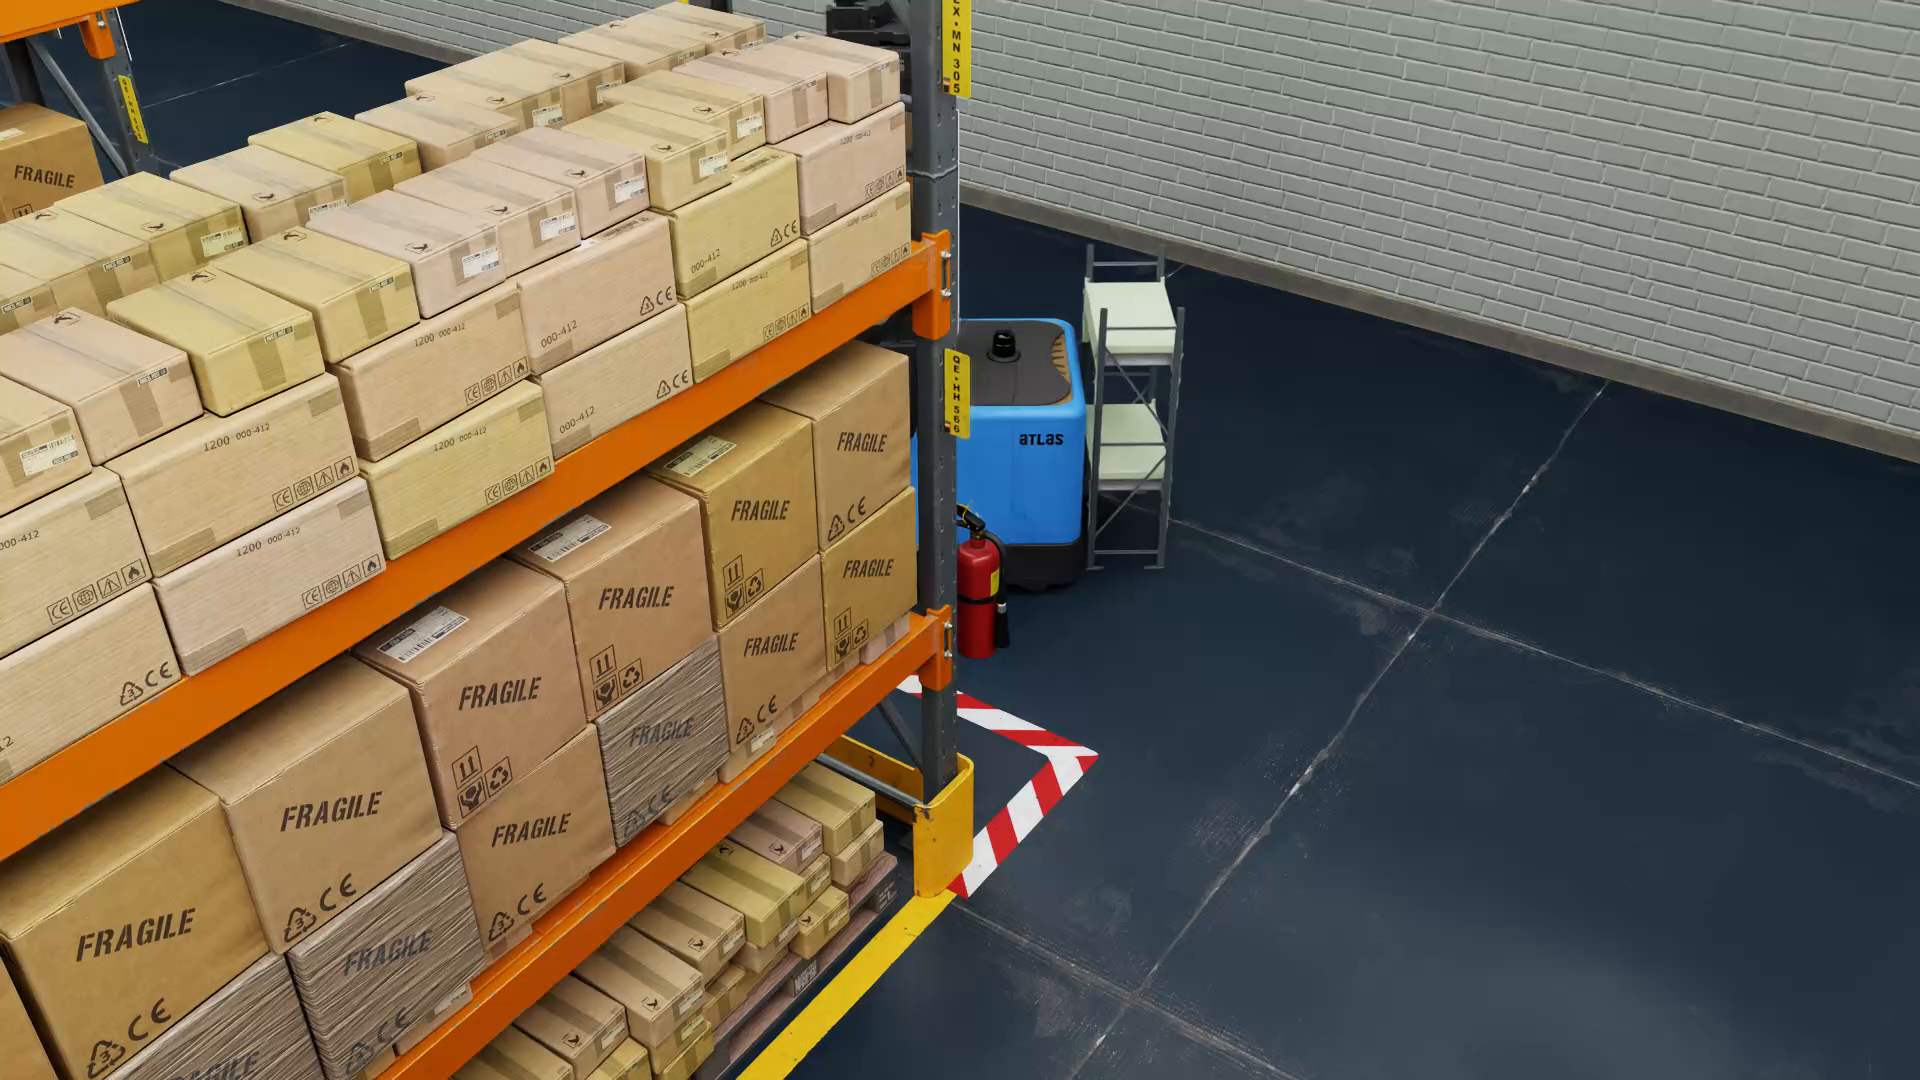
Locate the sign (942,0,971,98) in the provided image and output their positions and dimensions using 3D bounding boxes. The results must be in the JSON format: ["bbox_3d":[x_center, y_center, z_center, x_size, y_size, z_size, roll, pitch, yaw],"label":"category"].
[{"bbox_3d":[-0.010,-1.493,4.988,0.100,0.325,0.005,21,39,28],"label":"sign"}]

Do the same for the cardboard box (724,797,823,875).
[{"bbox_3d":[-0.738,1.112,6.243,0.380,0.149,0.250,22,40,29],"label":"cardboard box"}]

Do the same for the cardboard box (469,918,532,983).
[{"bbox_3d":[-1.479,1.089,4.862,0.380,0.149,0.250,23,40,30],"label":"cardboard box"}]

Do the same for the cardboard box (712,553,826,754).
[{"bbox_3d":[-0.797,0.289,5.466,0.500,0.500,0.500,21,39,27],"label":"cardboard box"}]

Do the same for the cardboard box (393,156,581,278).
[{"bbox_3d":[-1.159,-0.797,4.081,0.380,0.149,0.250,22,40,29],"label":"cardboard box"}]

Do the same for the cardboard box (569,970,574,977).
[{"bbox_3d":[-1.542,1.457,5.998,0.380,0.149,0.250,19,39,26],"label":"cardboard box"}]

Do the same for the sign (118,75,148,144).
[{"bbox_3d":[-4.033,-2.099,8.107,0.100,0.325,0.005,21,39,28],"label":"sign"}]

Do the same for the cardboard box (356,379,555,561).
[{"bbox_3d":[-1.362,-0.245,4.067,0.500,0.250,0.500,23,40,30],"label":"cardboard box"}]

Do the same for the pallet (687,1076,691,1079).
[{"bbox_3d":[-1.686,2.041,5.719,1.003,0.211,1.213,21,39,28],"label":"pallet"}]

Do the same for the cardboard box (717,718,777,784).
[{"bbox_3d":[-0.838,0.621,5.553,0.380,0.149,0.250,22,40,29],"label":"cardboard box"}]

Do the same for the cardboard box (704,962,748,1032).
[{"bbox_3d":[-0.998,1.608,6.040,0.380,0.149,0.250,22,40,29],"label":"cardboard box"}]

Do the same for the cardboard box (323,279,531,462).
[{"bbox_3d":[-1.390,-0.466,3.947,0.500,0.250,0.500,19,39,26],"label":"cardboard box"}]

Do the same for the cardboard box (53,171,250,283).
[{"bbox_3d":[-1.937,-0.740,3.997,0.380,0.149,0.250,21,39,27],"label":"cardboard box"}]

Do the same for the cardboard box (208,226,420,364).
[{"bbox_3d":[-1.443,-0.553,3.720,0.380,0.149,0.250,20,39,27],"label":"cardboard box"}]

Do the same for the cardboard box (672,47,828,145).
[{"bbox_3d":[-0.606,-1.287,4.806,0.380,0.149,0.250,22,40,29],"label":"cardboard box"}]

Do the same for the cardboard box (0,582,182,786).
[{"bbox_3d":[-1.976,0.228,3.368,0.500,0.250,0.500,21,39,27],"label":"cardboard box"}]

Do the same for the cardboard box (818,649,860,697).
[{"bbox_3d":[-0.581,0.376,5.916,0.380,0.149,0.250,21,39,28],"label":"cardboard box"}]

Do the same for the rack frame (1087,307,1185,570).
[{"bbox_3d":[0.864,-0.473,8.286,0.400,1.500,0.023,-1,34,-1],"label":"rack frame"}]

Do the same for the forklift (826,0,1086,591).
[{"bbox_3d":[-0.897,-1.216,8.107,3.031,2.935,1.130,0,34,-1],"label":"forklift"}]

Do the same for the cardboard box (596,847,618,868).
[{"bbox_3d":[-1.215,0.838,5.232,0.380,0.149,0.250,20,39,26],"label":"cardboard box"}]

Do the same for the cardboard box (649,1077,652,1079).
[{"bbox_3d":[-1.264,1.865,5.661,0.380,0.149,0.250,22,40,29],"label":"cardboard box"}]

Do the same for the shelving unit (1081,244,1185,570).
[{"bbox_3d":[0.856,-0.678,8.589,0.431,1.500,0.755,-1,34,-1],"label":"shelving unit"}]

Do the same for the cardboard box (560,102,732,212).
[{"bbox_3d":[-0.831,-1.020,4.410,0.380,0.149,0.250,22,40,29],"label":"cardboard box"}]

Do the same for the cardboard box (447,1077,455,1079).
[{"bbox_3d":[-1.629,1.828,5.183,0.380,0.149,0.250,20,39,26],"label":"cardboard box"}]

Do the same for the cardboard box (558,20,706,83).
[{"bbox_3d":[-0.986,-1.435,5.024,0.380,0.149,0.250,23,40,30],"label":"cardboard box"}]

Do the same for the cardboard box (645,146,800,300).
[{"bbox_3d":[-0.798,-0.929,4.632,0.500,0.250,0.500,20,39,27],"label":"cardboard box"}]

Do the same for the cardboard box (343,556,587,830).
[{"bbox_3d":[-1.388,0.360,4.468,0.500,0.500,0.500,20,39,27],"label":"cardboard box"}]

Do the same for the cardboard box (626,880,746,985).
[{"bbox_3d":[-0.981,1.371,5.860,0.380,0.149,0.250,20,39,26],"label":"cardboard box"}]

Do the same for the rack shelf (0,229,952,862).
[{"bbox_3d":[-1.595,-0.095,4.352,1.077,0.370,4.000,21,39,28],"label":"rack shelf"}]

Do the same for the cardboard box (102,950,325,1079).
[{"bbox_3d":[-1.969,1.228,4.077,0.500,0.500,0.500,21,39,28],"label":"cardboard box"}]

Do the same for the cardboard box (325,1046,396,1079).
[{"bbox_3d":[-1.752,1.348,4.479,0.380,0.149,0.250,22,40,29],"label":"cardboard box"}]

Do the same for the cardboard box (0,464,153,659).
[{"bbox_3d":[-1.975,0.010,3.243,0.500,0.250,0.500,21,39,28],"label":"cardboard box"}]

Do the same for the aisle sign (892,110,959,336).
[{"bbox_3d":[-0.166,-1.085,5.532,0.394,0.787,0.004,21,39,28],"label":"aisle sign"}]

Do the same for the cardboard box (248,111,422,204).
[{"bbox_3d":[-1.629,-0.979,4.349,0.380,0.149,0.250,23,40,30],"label":"cardboard box"}]

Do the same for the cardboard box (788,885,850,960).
[{"bbox_3d":[-0.646,1.396,6.354,0.380,0.149,0.250,23,40,30],"label":"cardboard box"}]

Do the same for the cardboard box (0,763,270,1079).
[{"bbox_3d":[-1.994,0.818,3.791,0.500,0.500,0.500,20,39,27],"label":"cardboard box"}]

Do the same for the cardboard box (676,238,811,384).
[{"bbox_3d":[-0.781,-0.720,4.769,0.500,0.250,0.500,21,39,28],"label":"cardboard box"}]

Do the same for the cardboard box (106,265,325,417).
[{"bbox_3d":[-1.581,-0.428,3.536,0.380,0.149,0.250,23,41,30],"label":"cardboard box"}]

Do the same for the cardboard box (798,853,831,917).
[{"bbox_3d":[-0.714,1.250,6.304,0.380,0.149,0.250,20,39,27],"label":"cardboard box"}]

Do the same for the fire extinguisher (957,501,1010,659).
[{"bbox_3d":[0.069,0.147,6.432,0.296,0.674,0.183,21,39,28],"label":"fire extinguisher"}]

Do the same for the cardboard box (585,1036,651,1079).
[{"bbox_3d":[-1.262,1.741,5.577,0.380,0.149,0.250,23,41,30],"label":"cardboard box"}]

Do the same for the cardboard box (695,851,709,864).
[{"bbox_3d":[-1.098,1.222,6.611,0.380,0.149,0.250,21,39,28],"label":"cardboard box"}]

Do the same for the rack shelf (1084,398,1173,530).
[{"bbox_3d":[0.856,-0.408,8.772,0.431,0.370,0.720,-1,34,-1],"label":"rack shelf"}]

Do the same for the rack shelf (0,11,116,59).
[{"bbox_3d":[-5.612,-1.725,6.764,1.077,0.370,4.000,21,39,28],"label":"rack shelf"}]

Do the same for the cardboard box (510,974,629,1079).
[{"bbox_3d":[-1.330,1.598,5.524,0.380,0.149,0.250,20,39,27],"label":"cardboard box"}]

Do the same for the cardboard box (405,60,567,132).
[{"bbox_3d":[-1.340,-1.222,4.709,0.380,0.149,0.250,22,40,29],"label":"cardboard box"}]

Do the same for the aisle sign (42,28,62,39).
[{"bbox_3d":[-4.677,-2.907,8.226,0.394,0.787,0.004,21,39,28],"label":"aisle sign"}]

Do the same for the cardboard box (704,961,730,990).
[{"bbox_3d":[-1.053,1.478,5.967,0.380,0.149,0.250,21,39,28],"label":"cardboard box"}]

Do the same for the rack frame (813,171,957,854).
[{"bbox_3d":[-0.454,-0.071,6.352,1.000,3.000,0.127,21,39,28],"label":"rack frame"}]

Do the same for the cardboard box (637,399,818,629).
[{"bbox_3d":[-0.800,-0.126,5.187,0.500,0.500,0.500,20,39,27],"label":"cardboard box"}]

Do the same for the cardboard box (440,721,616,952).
[{"bbox_3d":[-1.371,0.752,4.781,0.500,0.500,0.500,23,41,30],"label":"cardboard box"}]

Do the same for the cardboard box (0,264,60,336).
[{"bbox_3d":[-2.193,-0.496,3.635,0.380,0.149,0.250,20,39,26],"label":"cardboard box"}]
